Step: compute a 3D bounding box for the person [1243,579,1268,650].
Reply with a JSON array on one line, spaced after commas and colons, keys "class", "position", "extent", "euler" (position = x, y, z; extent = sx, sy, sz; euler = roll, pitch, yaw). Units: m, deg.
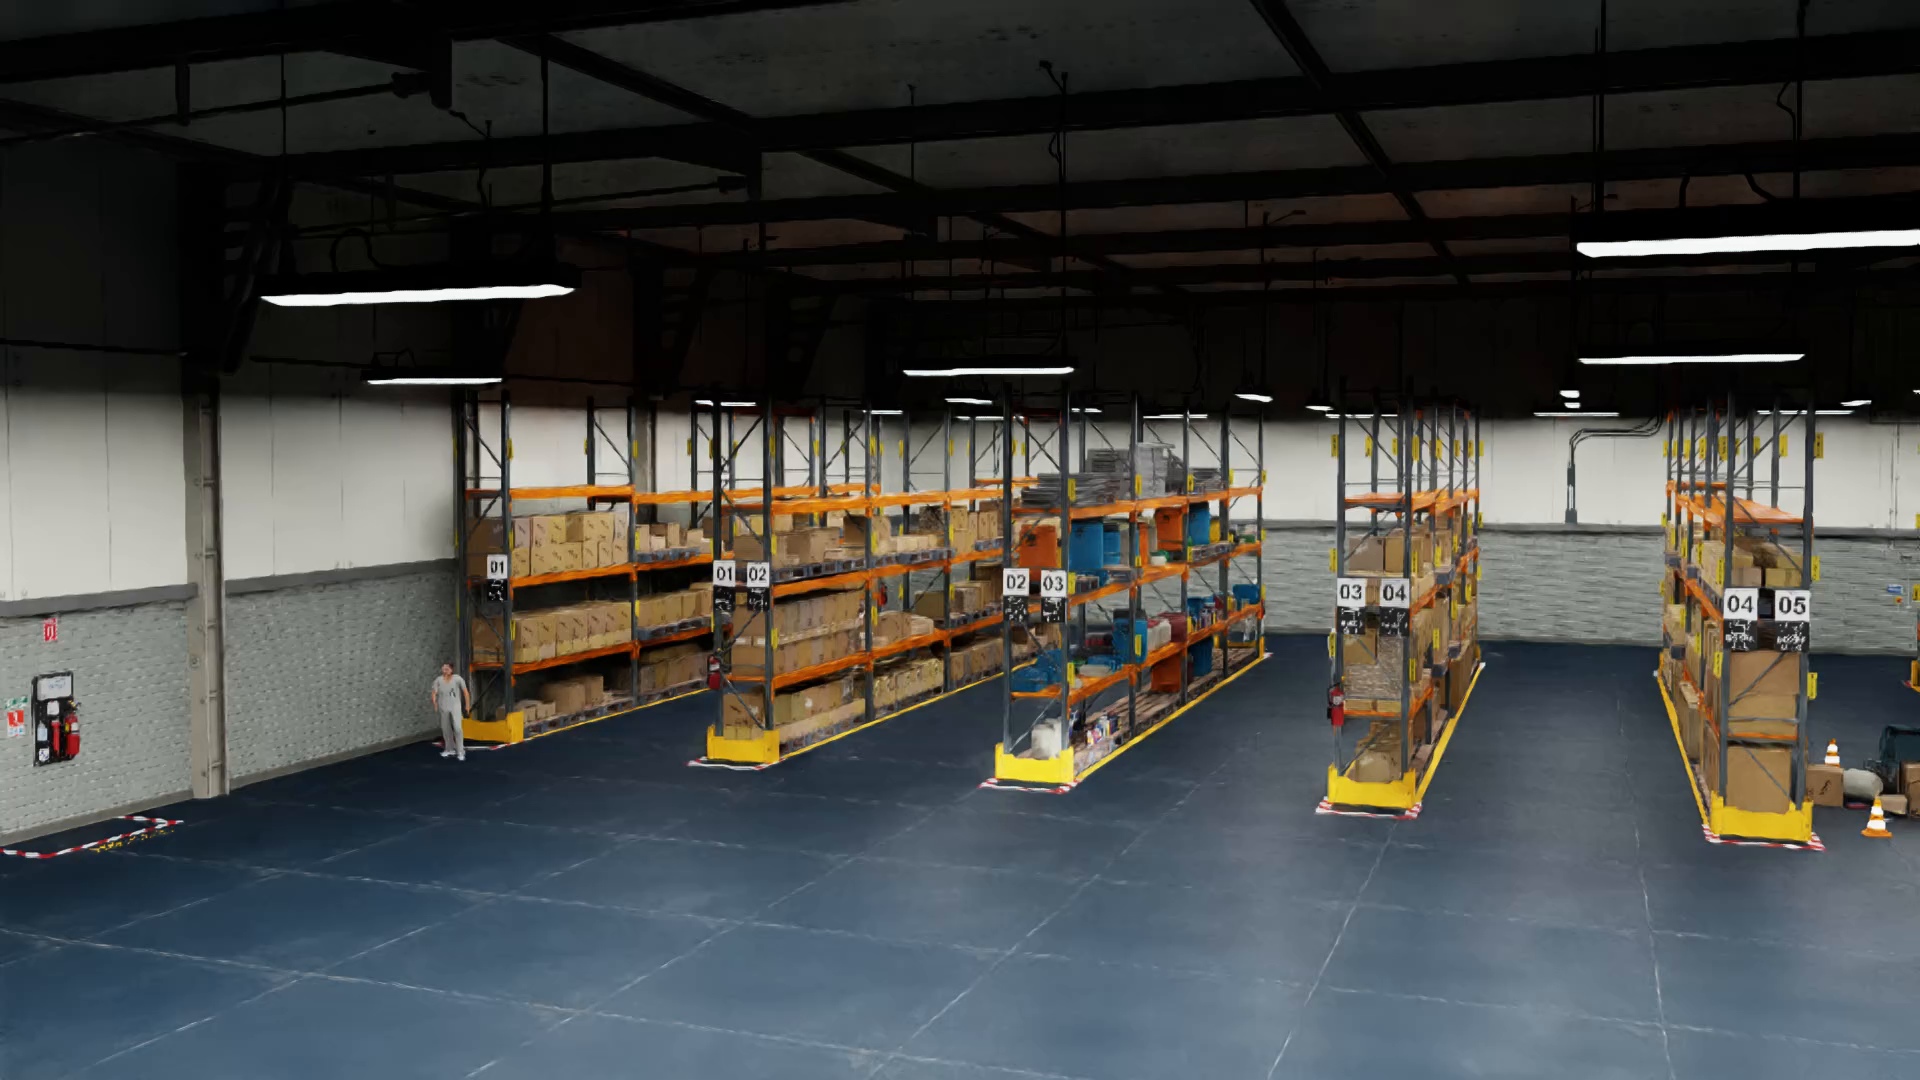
[{"class": "person", "position": [7.299, 1.846, 41.235], "extent": [0.696, 1.789, 0.489], "euler": [-2, 3, -26]}]

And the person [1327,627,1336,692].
[{"class": "person", "position": [7.806, 2.327, 33.951], "extent": [0.639, 1.627, 0.512], "euler": [1, 3, 18]}]

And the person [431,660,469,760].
[{"class": "person", "position": [-8.170, 2.716, 26.761], "extent": [0.613, 1.607, 0.802], "euler": [0, 3, 1]}]

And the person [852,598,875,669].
[{"class": "person", "position": [-2.130, 2.124, 36.684], "extent": [0.554, 1.706, 1.031], "euler": [1, 3, 20]}]
